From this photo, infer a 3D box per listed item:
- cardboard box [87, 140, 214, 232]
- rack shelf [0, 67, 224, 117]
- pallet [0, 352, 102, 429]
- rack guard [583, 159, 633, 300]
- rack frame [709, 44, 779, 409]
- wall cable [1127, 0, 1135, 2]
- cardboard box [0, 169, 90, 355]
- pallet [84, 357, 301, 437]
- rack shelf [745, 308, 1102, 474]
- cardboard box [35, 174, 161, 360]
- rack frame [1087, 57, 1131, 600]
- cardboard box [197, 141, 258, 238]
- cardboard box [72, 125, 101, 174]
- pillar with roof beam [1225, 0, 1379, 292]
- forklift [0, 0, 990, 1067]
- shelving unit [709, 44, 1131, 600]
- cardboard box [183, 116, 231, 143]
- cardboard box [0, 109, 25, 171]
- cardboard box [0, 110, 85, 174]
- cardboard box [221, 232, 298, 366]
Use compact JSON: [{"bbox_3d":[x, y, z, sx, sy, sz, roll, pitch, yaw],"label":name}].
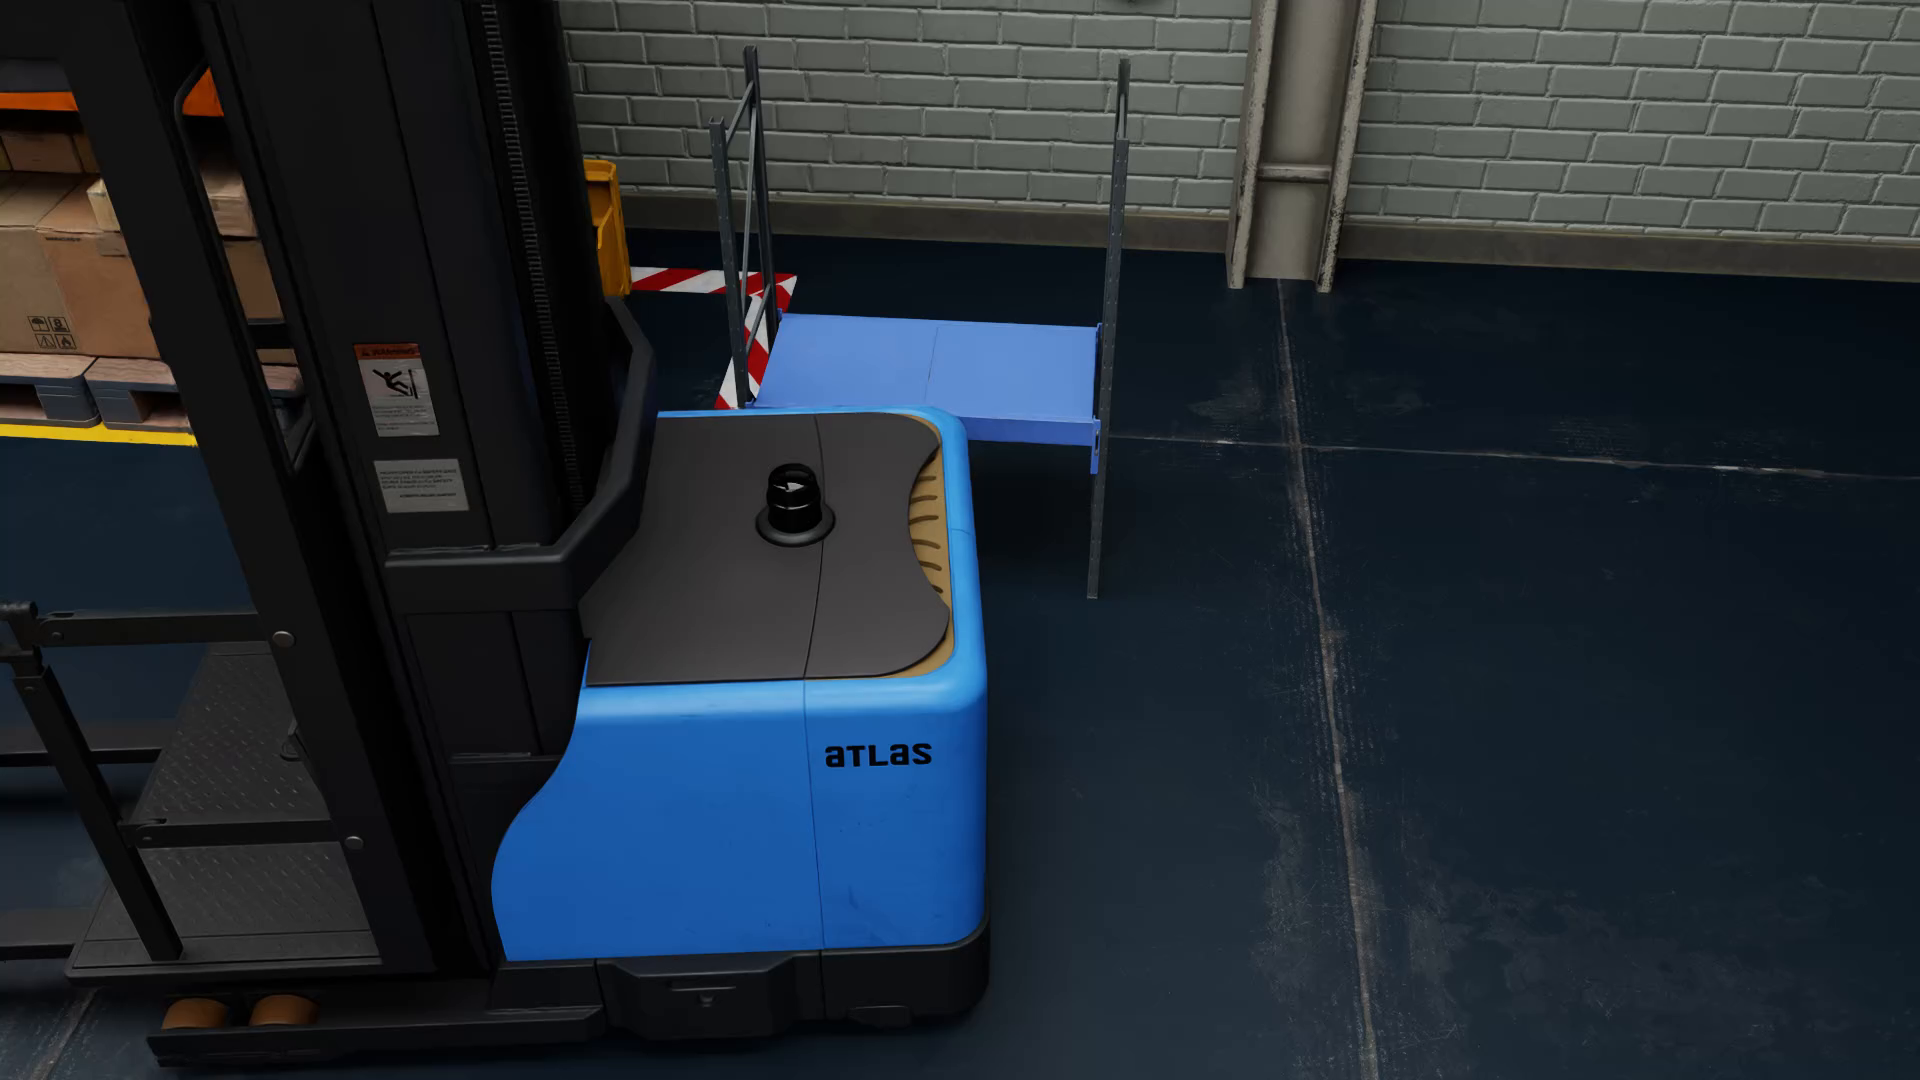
[{"bbox_3d":[-2.617,-1.157,5.428,0.250,0.149,0.380,4,39,5],"label":"cardboard box"},{"bbox_3d":[-3.505,-1.660,5.484,4.000,0.370,1.077,3,39,4],"label":"rack shelf"},{"bbox_3d":[-3.528,-0.811,6.080,1.213,0.211,1.003,3,39,4],"label":"pallet"},{"bbox_3d":[-1.488,-0.860,5.910,0.348,0.500,1.175,3,39,4],"label":"rack guard"},{"bbox_3d":[-0.591,-0.614,4.816,0.032,1.500,0.500,3,39,4],"label":"rack frame"},{"bbox_3d":[-0.155,-2.750,5.447,1.851,1.984,0.084,3,39,4],"label":"wall cable"},{"bbox_3d":[-3.218,-1.053,5.815,0.500,0.500,0.700,2,39,2],"label":"cardboard box"},{"bbox_3d":[-2.316,-0.743,5.996,1.213,0.211,1.003,3,39,4],"label":"pallet"},{"bbox_3d":[-0.085,-0.447,4.896,1.000,0.185,0.538,3,39,4],"label":"rack shelf"},{"bbox_3d":[-2.717,-1.026,5.782,0.500,0.500,0.700,3,39,4],"label":"cardboard box"},{"bbox_3d":[0.421,-0.559,4.748,0.032,1.500,0.500,3,39,4],"label":"rack frame"},{"bbox_3d":[-2.362,-1.143,5.412,0.250,0.149,0.380,3,39,3],"label":"cardboard box"},{"bbox_3d":[-2.831,-1.411,5.741,0.250,0.149,0.380,3,39,4],"label":"cardboard box"},{"bbox_3d":[0.881,-1.847,0.390,0.400,9.000,9.100,3,39,4],"label":"pillar with roof beam"},{"bbox_3d":[-1.465,-0.285,3.278,3.031,2.935,1.130,-2,39,-2],"label":"forklift"},{"bbox_3d":[-0.085,-0.586,4.782,1.048,1.500,0.538,3,39,4],"label":"shelving unit"},{"bbox_3d":[-2.581,-1.397,5.724,0.250,0.149,0.380,3,39,4],"label":"cardboard box"},{"bbox_3d":[-3.340,-1.438,5.774,0.250,0.149,0.380,4,39,4],"label":"cardboard box"},{"bbox_3d":[-3.084,-1.424,5.757,0.250,0.149,0.380,4,39,4],"label":"cardboard box"},{"bbox_3d":[-2.218,-0.999,5.749,0.500,0.500,0.700,3,39,4],"label":"cardboard box"}]
